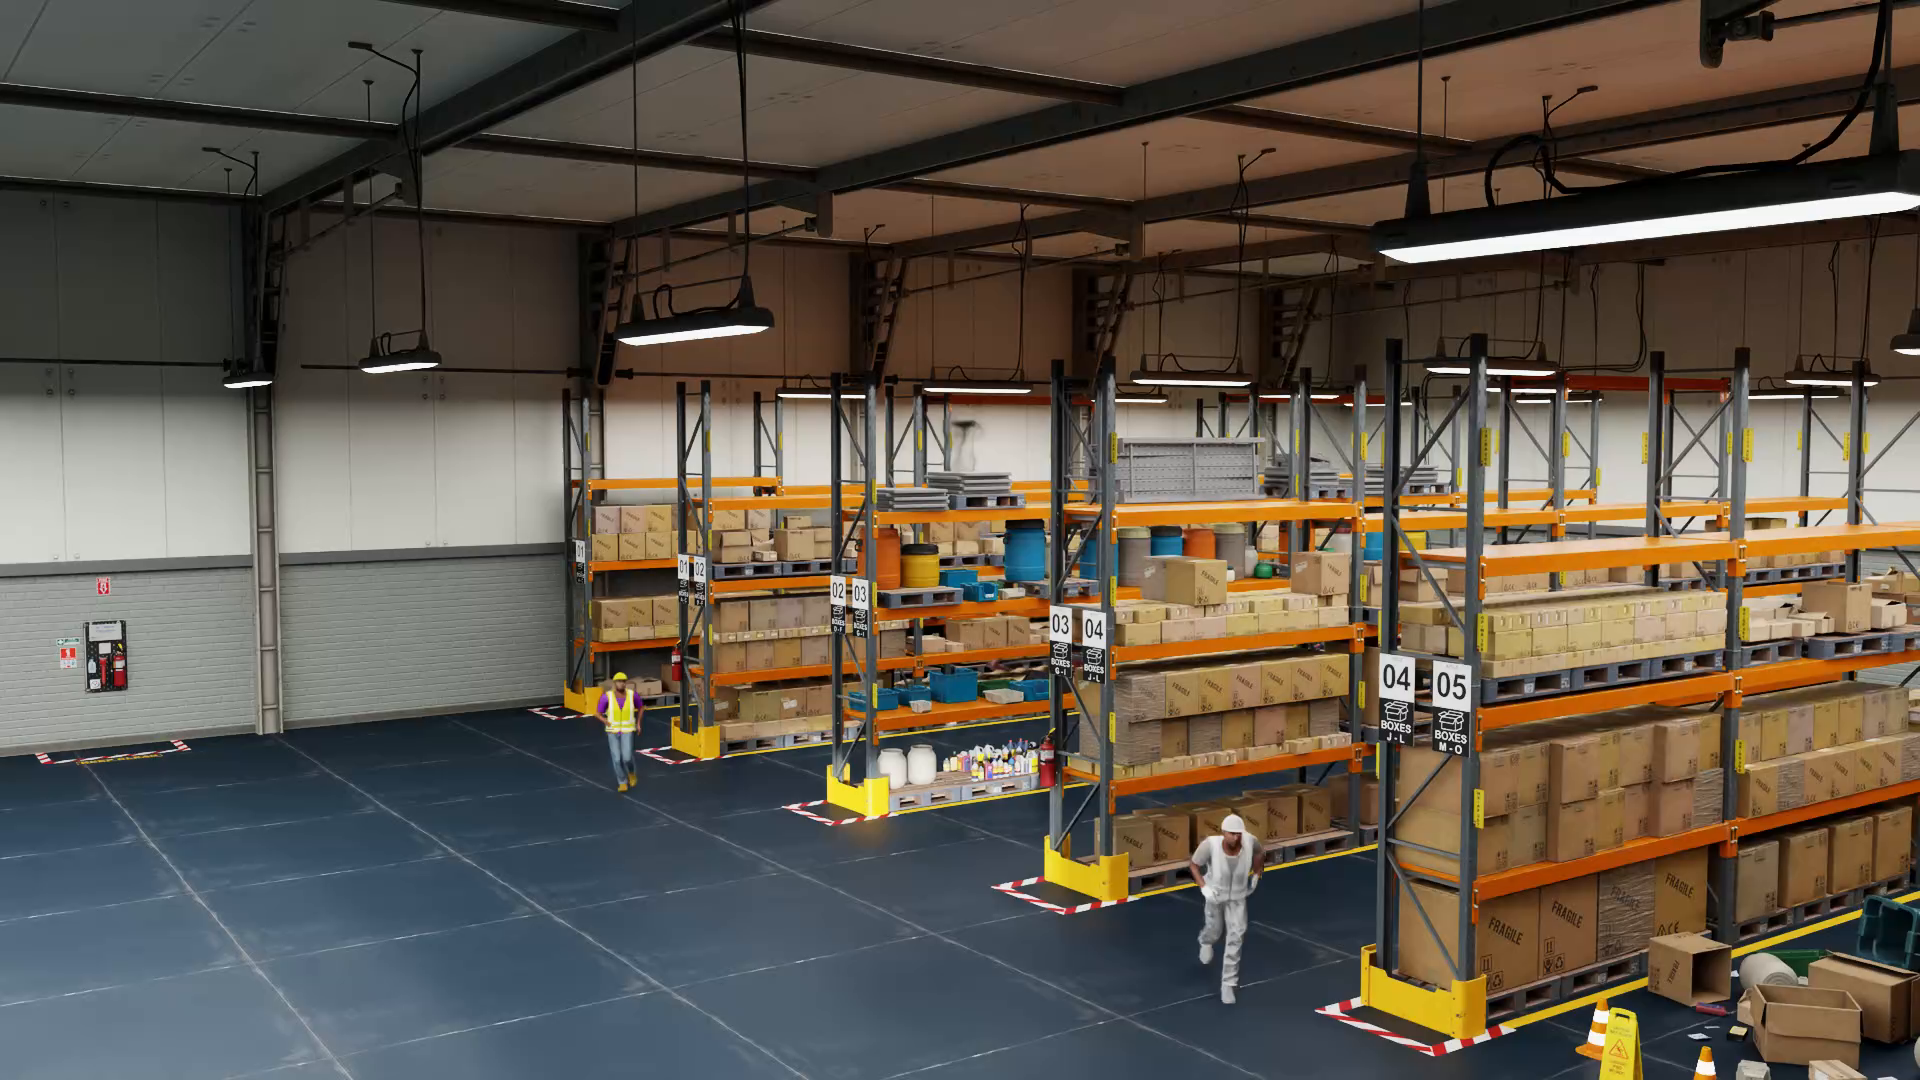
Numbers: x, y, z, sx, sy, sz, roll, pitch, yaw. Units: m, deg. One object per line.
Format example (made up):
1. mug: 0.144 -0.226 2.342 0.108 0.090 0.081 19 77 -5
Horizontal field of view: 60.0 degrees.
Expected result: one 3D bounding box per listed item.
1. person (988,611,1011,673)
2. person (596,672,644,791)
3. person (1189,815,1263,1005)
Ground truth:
1. person: 0.803 2.191 33.624 0.758 1.628 0.588 -3 5 -43
2. person: -4.881 2.766 23.887 0.677 1.728 0.590 -1 4 -11
3. person: 2.452 3.335 15.503 0.709 1.728 1.037 -1 4 -10
